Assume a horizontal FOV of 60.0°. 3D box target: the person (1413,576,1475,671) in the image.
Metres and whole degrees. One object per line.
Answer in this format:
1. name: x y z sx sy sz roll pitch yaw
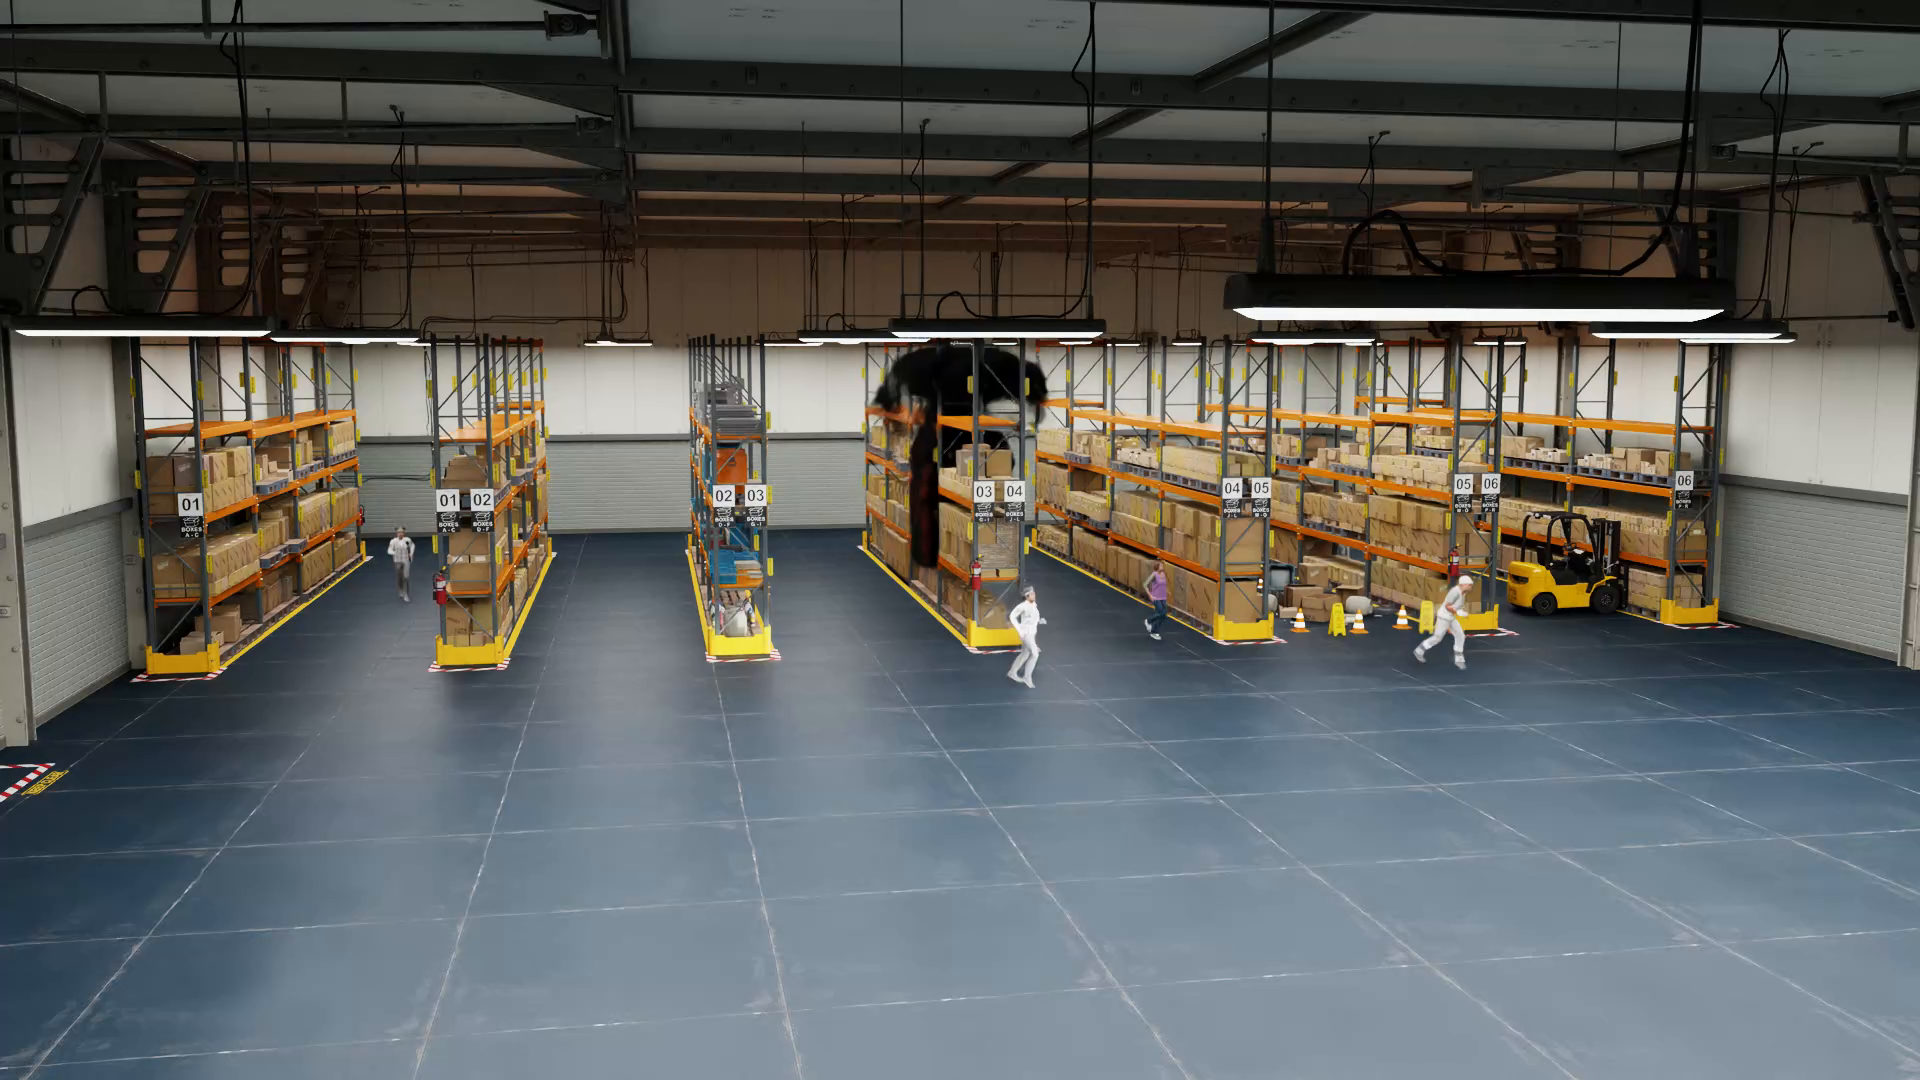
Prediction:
1. person: 8.713 1.475 29.952 1.060 1.731 0.703 4 8 30

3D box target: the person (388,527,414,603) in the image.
1. person: -12.767 0.534 38.017 0.562 1.708 0.857 -2 7 -14

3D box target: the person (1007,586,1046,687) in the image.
1. person: 1.133 1.651 28.421 0.677 1.770 0.626 3 7 26

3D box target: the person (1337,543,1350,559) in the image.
1. person: 10.471 -0.295 45.416 0.549 1.633 0.582 -2 7 -21

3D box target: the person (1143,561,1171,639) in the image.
1. person: 3.947 1.193 32.943 0.541 1.568 0.507 -6 9 -42
